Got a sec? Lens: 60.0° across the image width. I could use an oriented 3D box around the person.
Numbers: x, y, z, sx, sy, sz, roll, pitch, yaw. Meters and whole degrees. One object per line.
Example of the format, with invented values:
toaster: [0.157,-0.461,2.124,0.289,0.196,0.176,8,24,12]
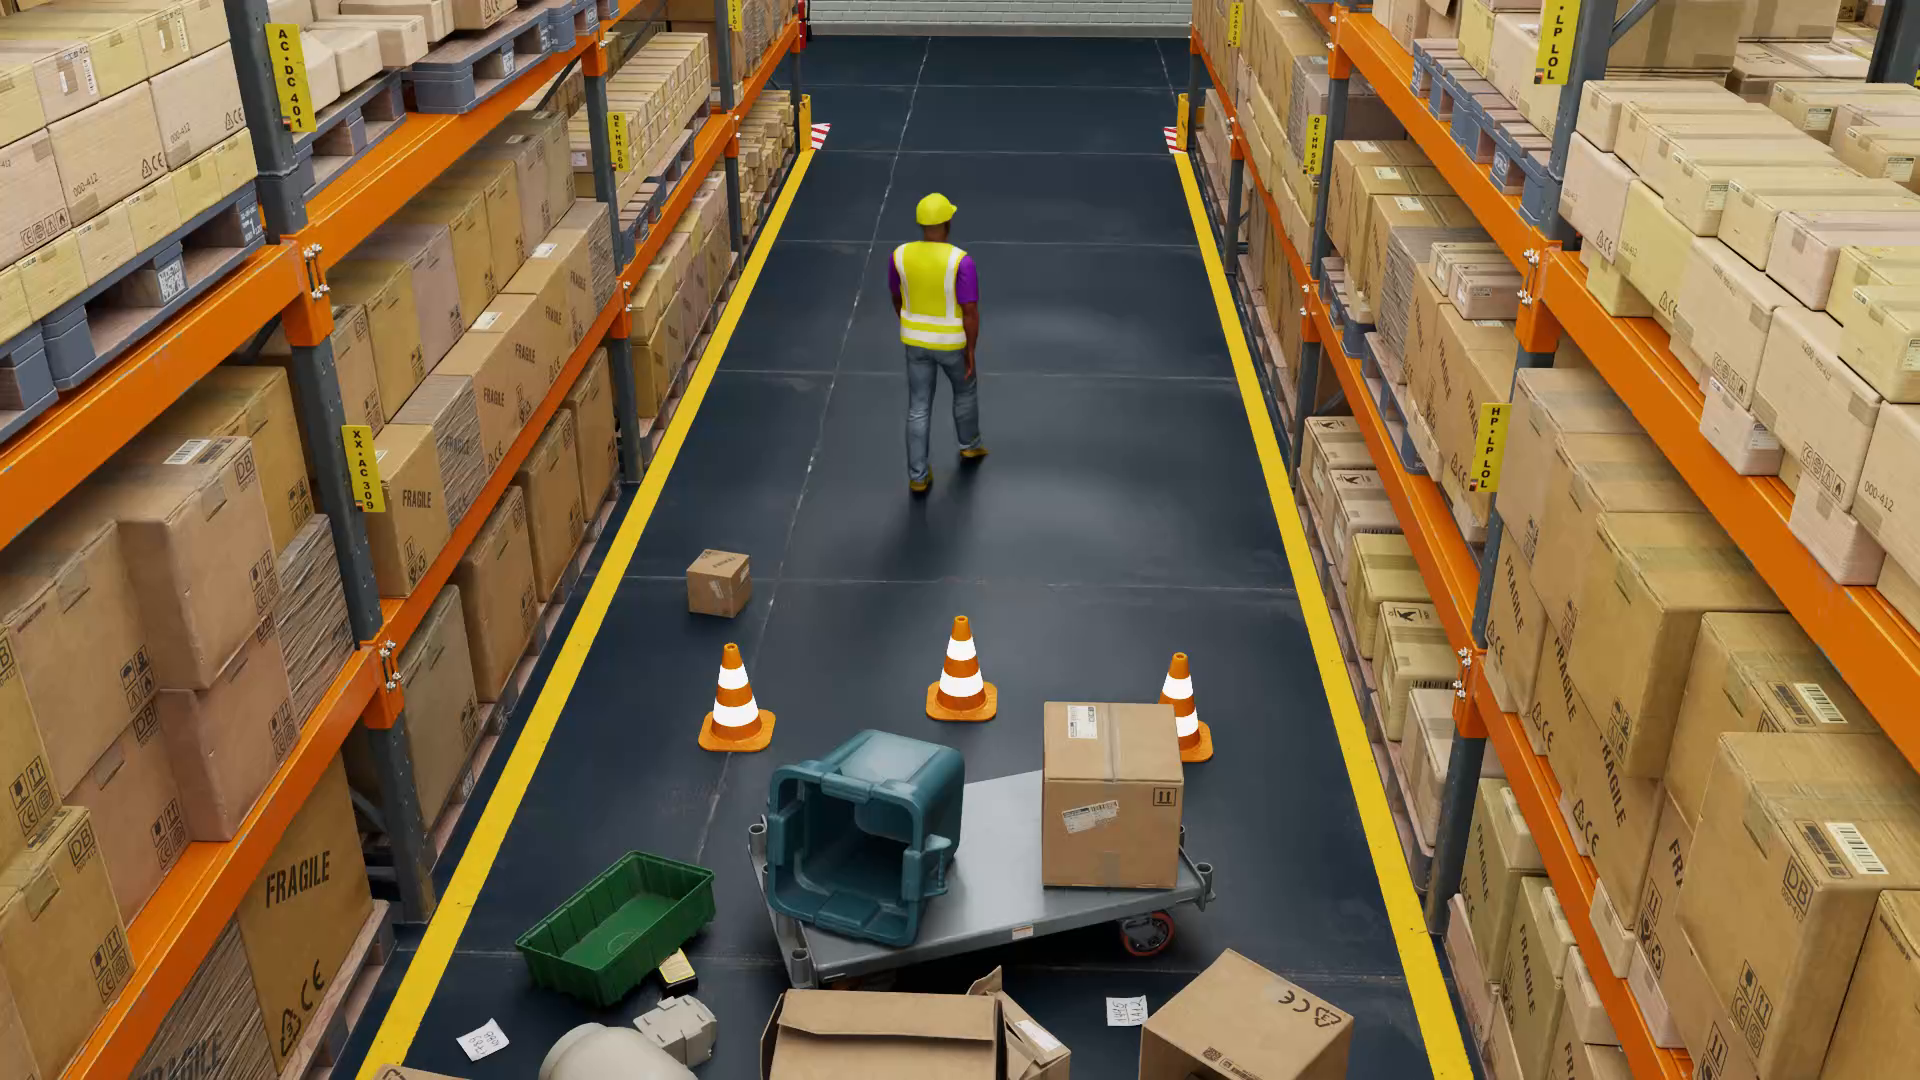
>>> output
person: [-0.118,-1.200,9.870,0.584,1.777,0.844,8,29,15]
